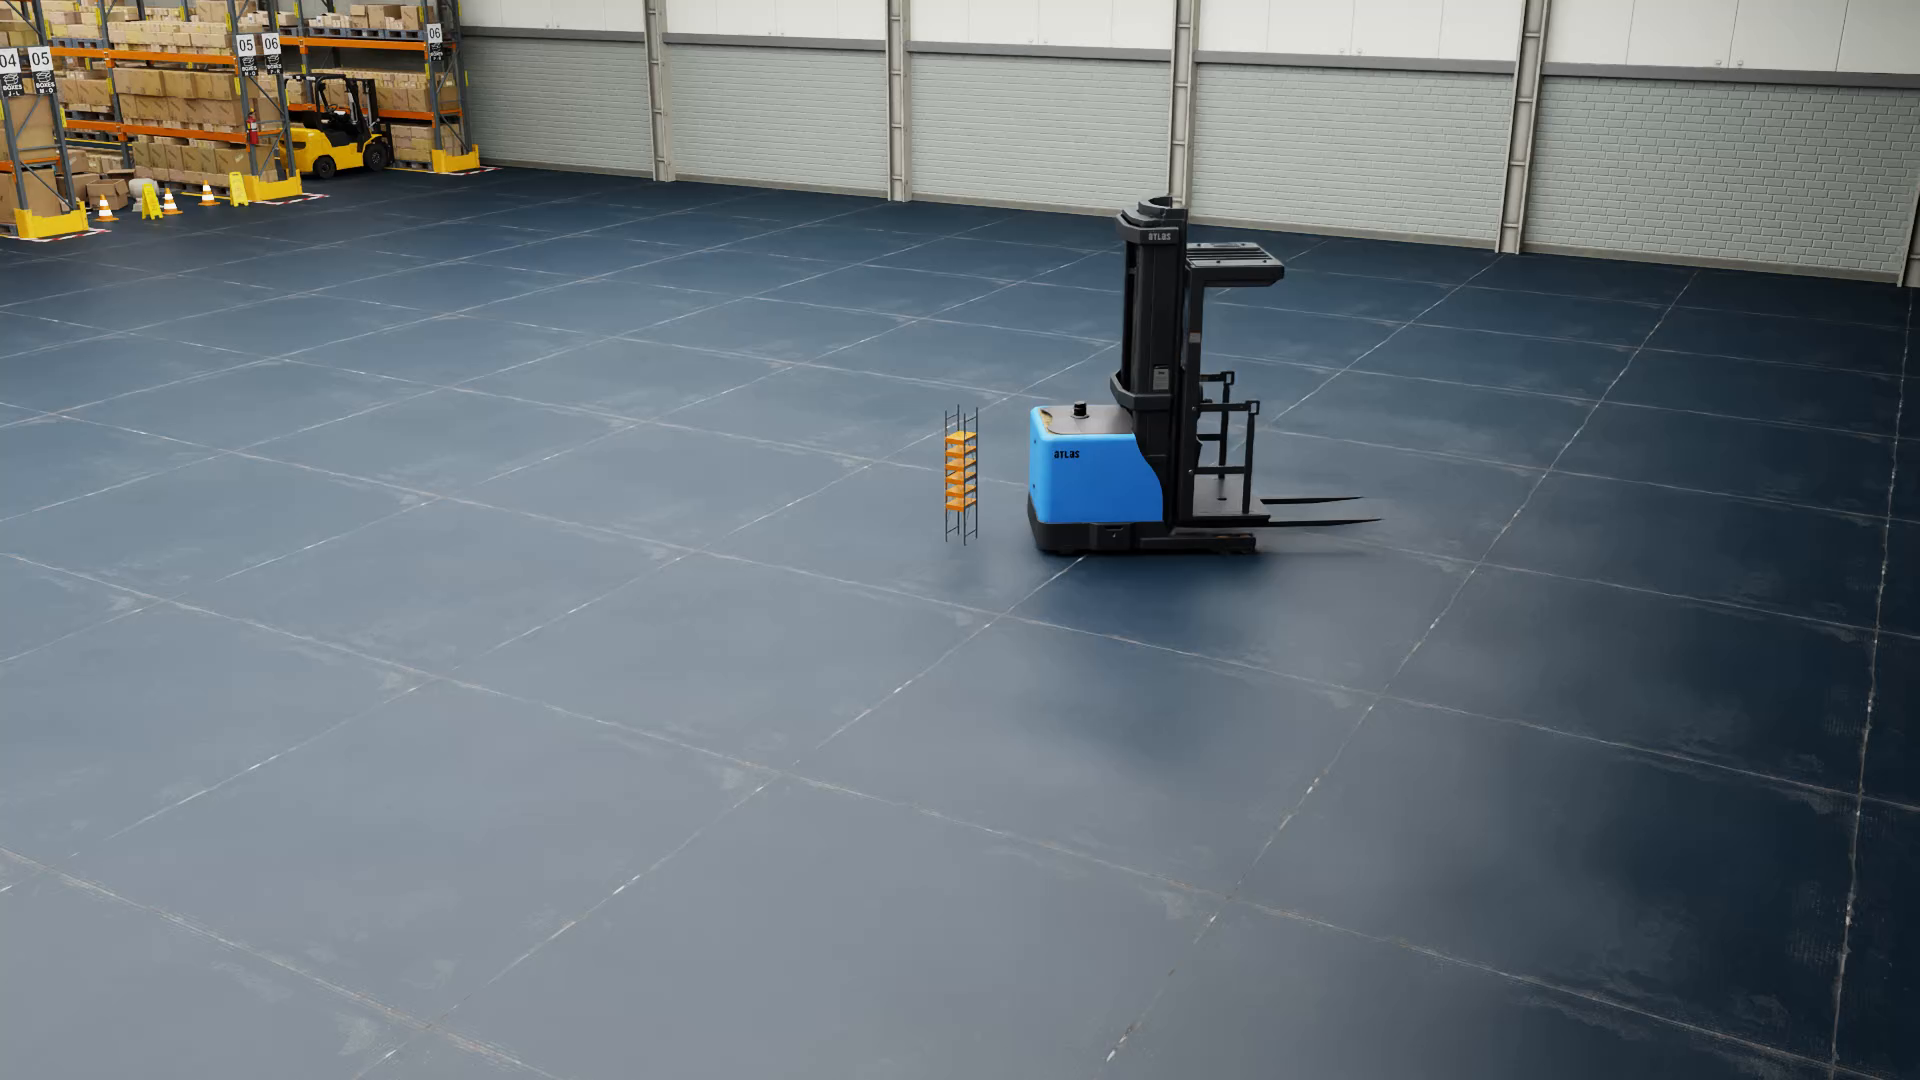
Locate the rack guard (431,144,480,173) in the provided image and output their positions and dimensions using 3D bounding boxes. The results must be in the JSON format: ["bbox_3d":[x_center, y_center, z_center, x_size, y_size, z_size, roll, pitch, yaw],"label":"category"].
[{"bbox_3d":[-11.497,-8.705,37.927,0.348,0.500,1.175,11,23,27],"label":"rack guard"}]

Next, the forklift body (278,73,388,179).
[{"bbox_3d":[-14.063,-9.257,37.028,1.214,2.155,2.313,11,23,27],"label":"forklift body"}]

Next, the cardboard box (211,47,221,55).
[{"bbox_3d":[-14.616,-9.705,32.989,0.250,0.149,0.380,11,23,28],"label":"cardboard box"}]

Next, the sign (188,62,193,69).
[{"bbox_3d":[-18.758,-11.558,40.545,0.005,0.325,0.100,11,23,27],"label":"sign"}]

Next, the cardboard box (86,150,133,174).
[{"bbox_3d":[-18.516,-8.238,36.212,0.625,0.372,0.950,12,23,31],"label":"cardboard box"}]

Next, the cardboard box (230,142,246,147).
[{"bbox_3d":[-14.984,-7.969,34.549,0.500,0.500,0.500,10,22,25],"label":"cardboard box"}]

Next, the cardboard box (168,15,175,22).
[{"bbox_3d":[-19.146,-12.777,40.725,0.250,0.149,0.380,10,22,26],"label":"cardboard box"}]

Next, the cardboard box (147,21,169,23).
[{"bbox_3d":[-16.596,-10.659,34.450,0.250,0.149,0.380,11,23,29],"label":"cardboard box"}]

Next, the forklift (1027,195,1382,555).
[{"bbox_3d":[2.150,-1.431,14.310,3.031,2.935,1.130,-1,20,-3],"label":"forklift"}]

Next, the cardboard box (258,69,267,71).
[{"bbox_3d":[-16.943,-11.397,40.586,0.250,0.149,0.380,10,22,26],"label":"cardboard box"}]

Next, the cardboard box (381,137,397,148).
[{"bbox_3d":[-12.989,-9.178,38.248,0.500,0.250,0.500,10,22,26],"label":"cardboard box"}]

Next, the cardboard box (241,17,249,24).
[{"bbox_3d":[-16.791,-12.306,39.396,0.250,0.149,0.380,10,22,27],"label":"cardboard box"}]

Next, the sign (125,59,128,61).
[{"bbox_3d":[-21.727,-12.590,43.273,0.005,0.325,0.100,11,23,27],"label":"sign"}]

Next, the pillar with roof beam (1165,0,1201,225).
[{"bbox_3d":[1.929,-8.813,25.762,0.400,9.000,9.100,11,23,27],"label":"pillar with roof beam"}]

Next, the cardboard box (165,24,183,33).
[{"bbox_3d":[-15.730,-10.286,33.420,0.250,0.149,0.380,11,23,29],"label":"cardboard box"}]

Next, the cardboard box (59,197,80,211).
[{"bbox_3d":[-17.354,-6.557,32.351,0.258,0.266,0.396,16,25,36],"label":"cardboard box"}]

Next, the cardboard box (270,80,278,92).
[{"bbox_3d":[-16.016,-10.802,39.531,0.500,0.250,0.500,10,22,26],"label":"cardboard box"}]

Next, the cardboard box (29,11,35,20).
[{"bbox_3d":[-23.875,-13.623,43.203,0.500,0.250,0.500,10,22,26],"label":"cardboard box"}]

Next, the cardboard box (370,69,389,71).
[{"bbox_3d":[-13.482,-10.855,38.655,0.250,0.149,0.380,11,22,27],"label":"cardboard box"}]

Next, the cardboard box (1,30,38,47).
[{"bbox_3d":[-16.557,-8.796,29.134,0.500,0.250,0.500,11,23,27],"label":"cardboard box"}]

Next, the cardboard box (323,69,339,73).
[{"bbox_3d":[-14.595,-10.888,38.746,0.250,0.149,0.380,11,23,28],"label":"cardboard box"}]

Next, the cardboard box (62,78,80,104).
[{"bbox_3d":[-18.824,-9.633,35.622,0.500,0.500,0.500,12,23,29],"label":"cardboard box"}]

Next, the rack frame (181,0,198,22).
[{"bbox_3d":[-18.502,-14.034,40.156,0.127,3.000,1.000,11,23,27],"label":"rack frame"}]

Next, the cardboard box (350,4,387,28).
[{"bbox_3d":[-13.361,-11.897,37.748,0.637,0.503,0.797,12,23,29],"label":"cardboard box"}]

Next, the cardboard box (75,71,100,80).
[{"bbox_3d":[-18.549,-9.880,35.351,0.250,0.149,0.380,10,22,26],"label":"cardboard box"}]

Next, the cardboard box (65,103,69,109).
[{"bbox_3d":[-19.075,-9.402,35.935,0.250,0.149,0.380,10,22,25],"label":"cardboard box"}]

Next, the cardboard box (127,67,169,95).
[{"bbox_3d":[-16.714,-9.498,34.400,0.500,0.500,0.700,11,23,28],"label":"cardboard box"}]

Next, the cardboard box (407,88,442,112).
[{"bbox_3d":[-12.076,-9.934,37.504,0.500,0.500,0.500,10,22,26],"label":"cardboard box"}]

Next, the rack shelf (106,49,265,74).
[{"bbox_3d":[-15.681,-9.810,33.964,4.000,0.370,1.077,11,23,27],"label":"rack shelf"}]

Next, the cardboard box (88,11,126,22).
[{"bbox_3d":[-18.182,-11.139,35.444,0.500,0.250,0.500,10,22,26],"label":"cardboard box"}]

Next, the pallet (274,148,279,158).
[{"bbox_3d":[-16.741,-9.552,40.685,1.213,0.211,1.003,11,23,27],"label":"pallet"}]

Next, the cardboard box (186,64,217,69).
[{"bbox_3d":[-18.875,-11.591,41.455,0.500,0.500,0.500,12,23,30],"label":"cardboard box"}]

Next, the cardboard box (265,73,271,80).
[{"bbox_3d":[-16.331,-11.052,39.634,0.250,0.149,0.380,10,22,26],"label":"cardboard box"}]

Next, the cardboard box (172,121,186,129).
[{"bbox_3d":[-15.963,-8.556,34.218,0.250,0.149,0.380,11,23,27],"label":"cardboard box"}]

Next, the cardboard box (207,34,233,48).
[{"bbox_3d":[-14.513,-9.890,32.913,0.500,0.250,0.500,10,22,27],"label":"cardboard box"}]

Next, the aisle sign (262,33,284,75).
[{"bbox_3d":[-13.730,-9.710,33.219,0.004,0.787,0.394,11,23,27],"label":"aisle sign"}]

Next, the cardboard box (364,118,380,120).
[{"bbox_3d":[-14.036,-9.820,39.285,0.500,0.250,0.500,10,22,27],"label":"cardboard box"}]

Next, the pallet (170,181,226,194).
[{"bbox_3d":[-15.755,-7.456,34.908,1.213,0.211,1.003,11,23,27],"label":"pallet"}]

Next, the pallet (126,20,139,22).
[{"bbox_3d":[-20.552,-12.900,41.704,1.003,0.211,1.213,11,23,27],"label":"pallet"}]

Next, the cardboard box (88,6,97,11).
[{"bbox_3d":[-21.680,-13.352,41.844,0.250,0.149,0.380,11,23,28],"label":"cardboard box"}]

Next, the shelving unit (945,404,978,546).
[{"bbox_3d":[0.013,-0.562,14.452,0.189,1.200,0.258,11,23,27],"label":"shelving unit"}]

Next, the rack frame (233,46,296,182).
[{"bbox_3d":[-13.935,-8.405,33.436,0.127,3.000,1.000,11,23,27],"label":"rack frame"}]

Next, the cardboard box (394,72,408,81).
[{"bbox_3d":[-12.587,-10.503,37.685,0.250,0.149,0.380,11,23,28],"label":"cardboard box"}]

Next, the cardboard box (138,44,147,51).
[{"bbox_3d":[-16.604,-10.116,34.121,0.250,0.149,0.380,12,23,29],"label":"cardboard box"}]

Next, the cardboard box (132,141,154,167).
[{"bbox_3d":[-17.044,-8.150,35.047,0.500,0.500,0.500,12,23,30],"label":"cardboard box"}]

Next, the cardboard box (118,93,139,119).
[{"bbox_3d":[-17.179,-9.101,34.772,0.500,0.500,0.500,11,23,27],"label":"cardboard box"}]
